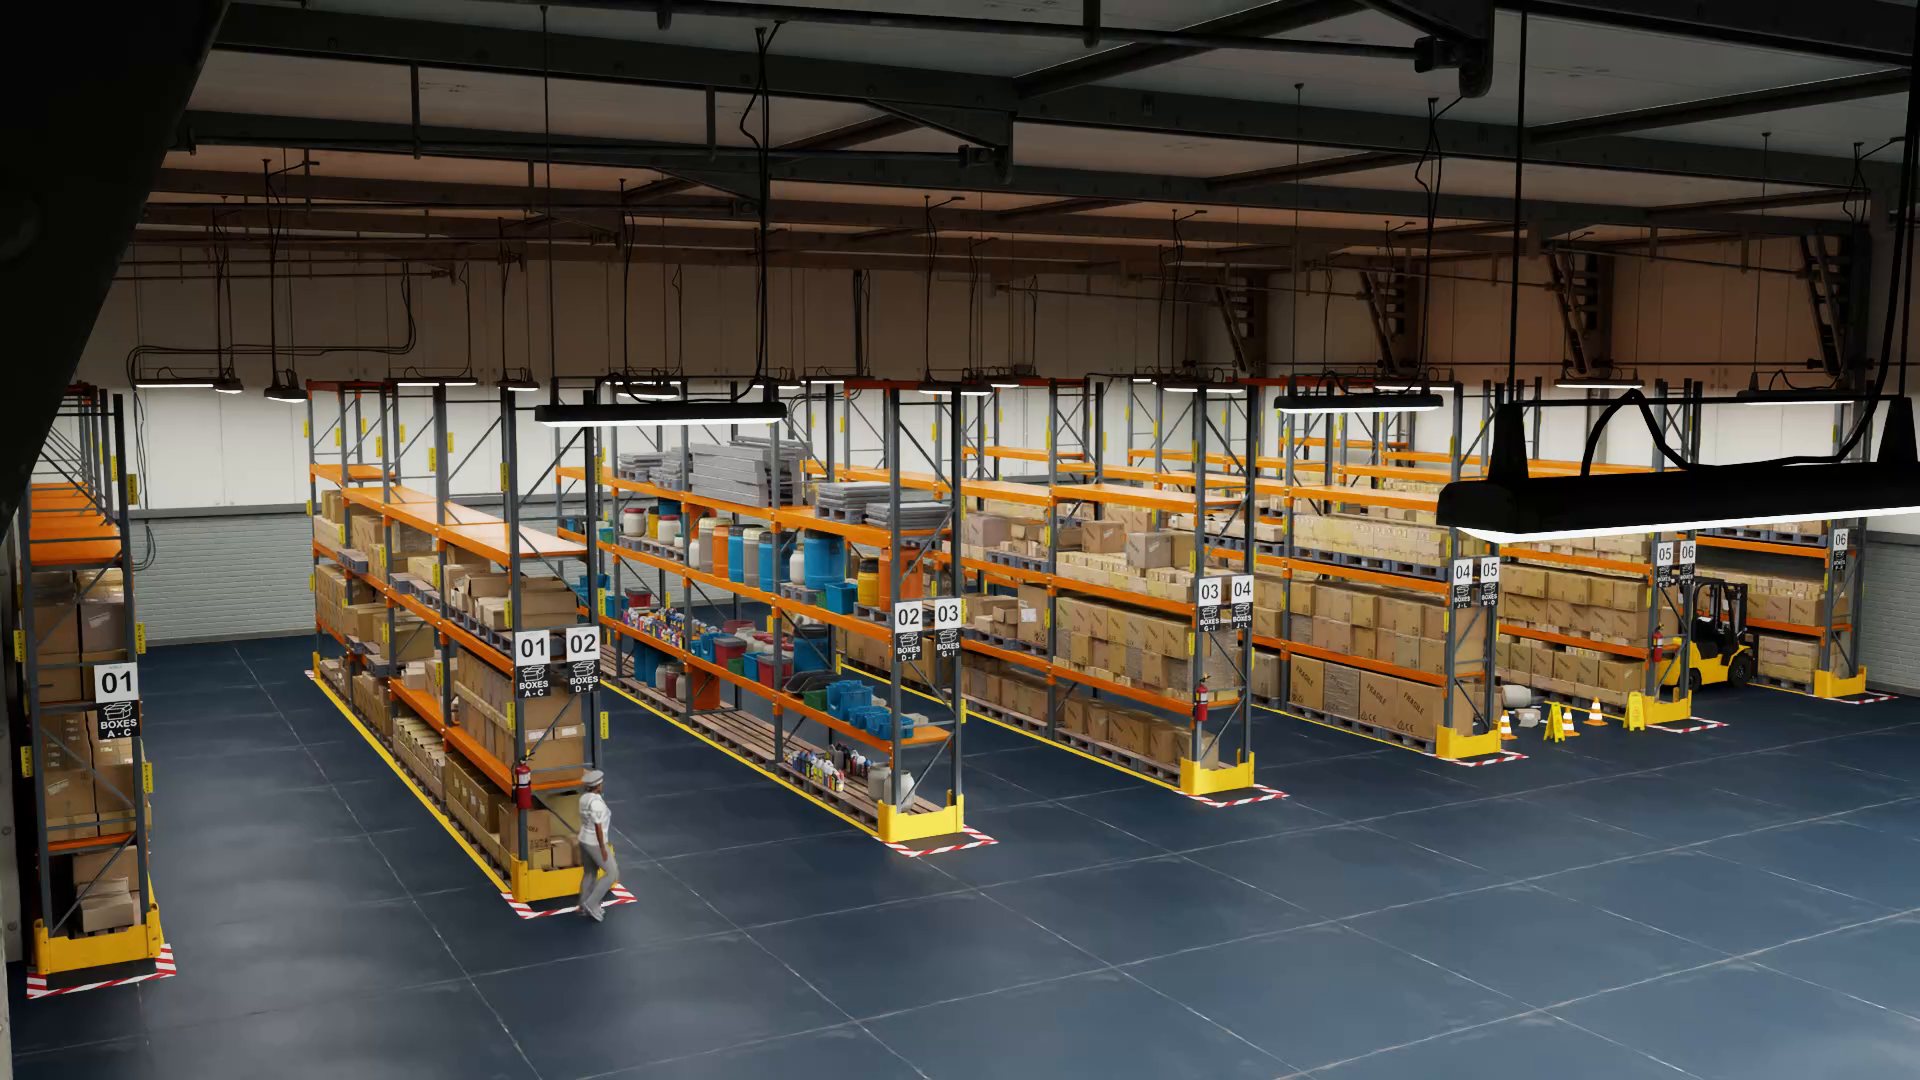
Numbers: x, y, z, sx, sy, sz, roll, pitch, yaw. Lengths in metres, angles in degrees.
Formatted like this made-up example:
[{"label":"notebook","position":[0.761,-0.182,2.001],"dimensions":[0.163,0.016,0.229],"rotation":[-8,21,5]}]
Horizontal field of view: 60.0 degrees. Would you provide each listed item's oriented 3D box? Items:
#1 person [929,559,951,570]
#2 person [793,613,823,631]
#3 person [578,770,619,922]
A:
[{"label":"person","position":[-0.518,1.047,41.511],"dimensions":[0.561,1.723,1.201],"rotation":[5,8,40]},{"label":"person","position":[-3.035,1.972,33.174],"dimensions":[0.669,1.690,0.609],"rotation":[-2,7,-21]},{"label":"person","position":[-4.150,3.478,18.973],"dimensions":[0.405,1.692,0.478],"rotation":[-4,7,-30]}]
